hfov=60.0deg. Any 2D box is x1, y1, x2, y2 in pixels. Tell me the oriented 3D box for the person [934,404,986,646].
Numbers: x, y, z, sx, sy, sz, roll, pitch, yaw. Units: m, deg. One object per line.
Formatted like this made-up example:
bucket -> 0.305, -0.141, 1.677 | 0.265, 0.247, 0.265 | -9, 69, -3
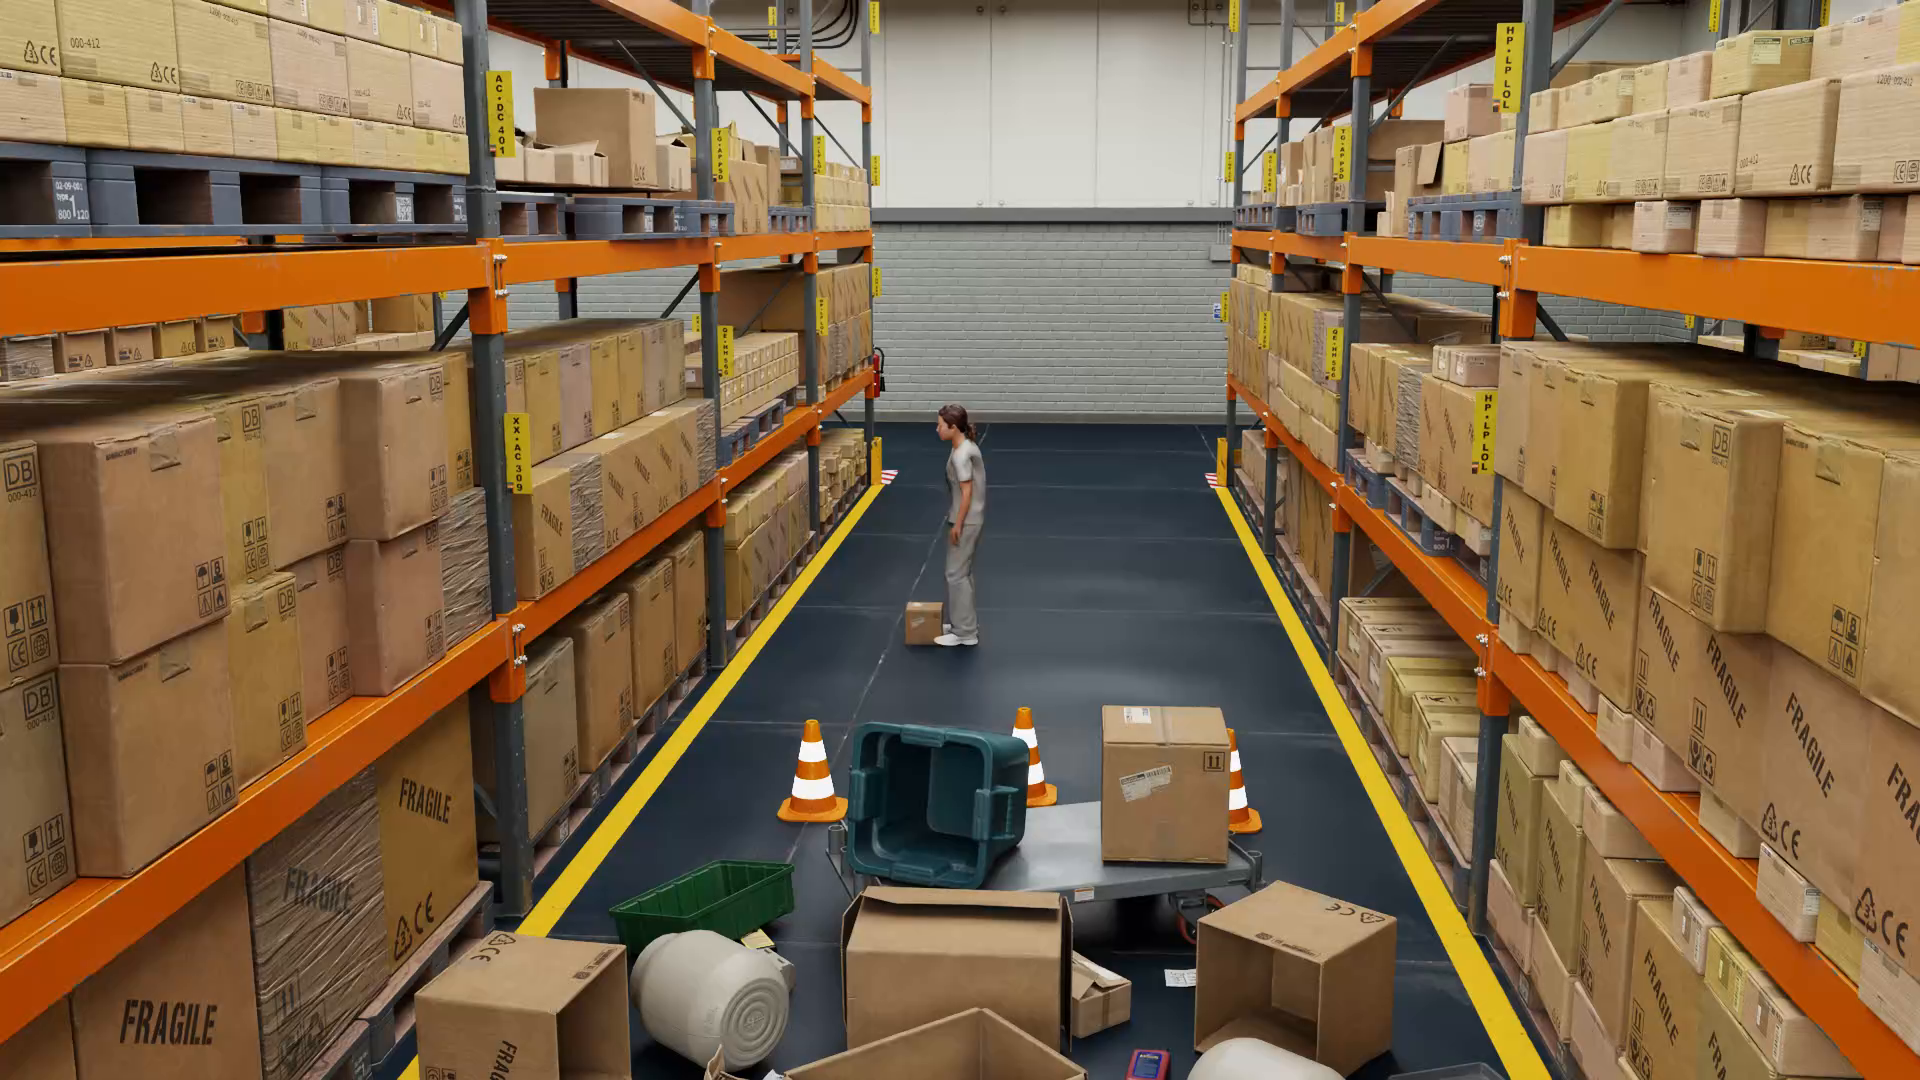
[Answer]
person -> 0.001, -0.113, 11.522 | 0.361, 1.672, 0.493 | 0, 11, 2
